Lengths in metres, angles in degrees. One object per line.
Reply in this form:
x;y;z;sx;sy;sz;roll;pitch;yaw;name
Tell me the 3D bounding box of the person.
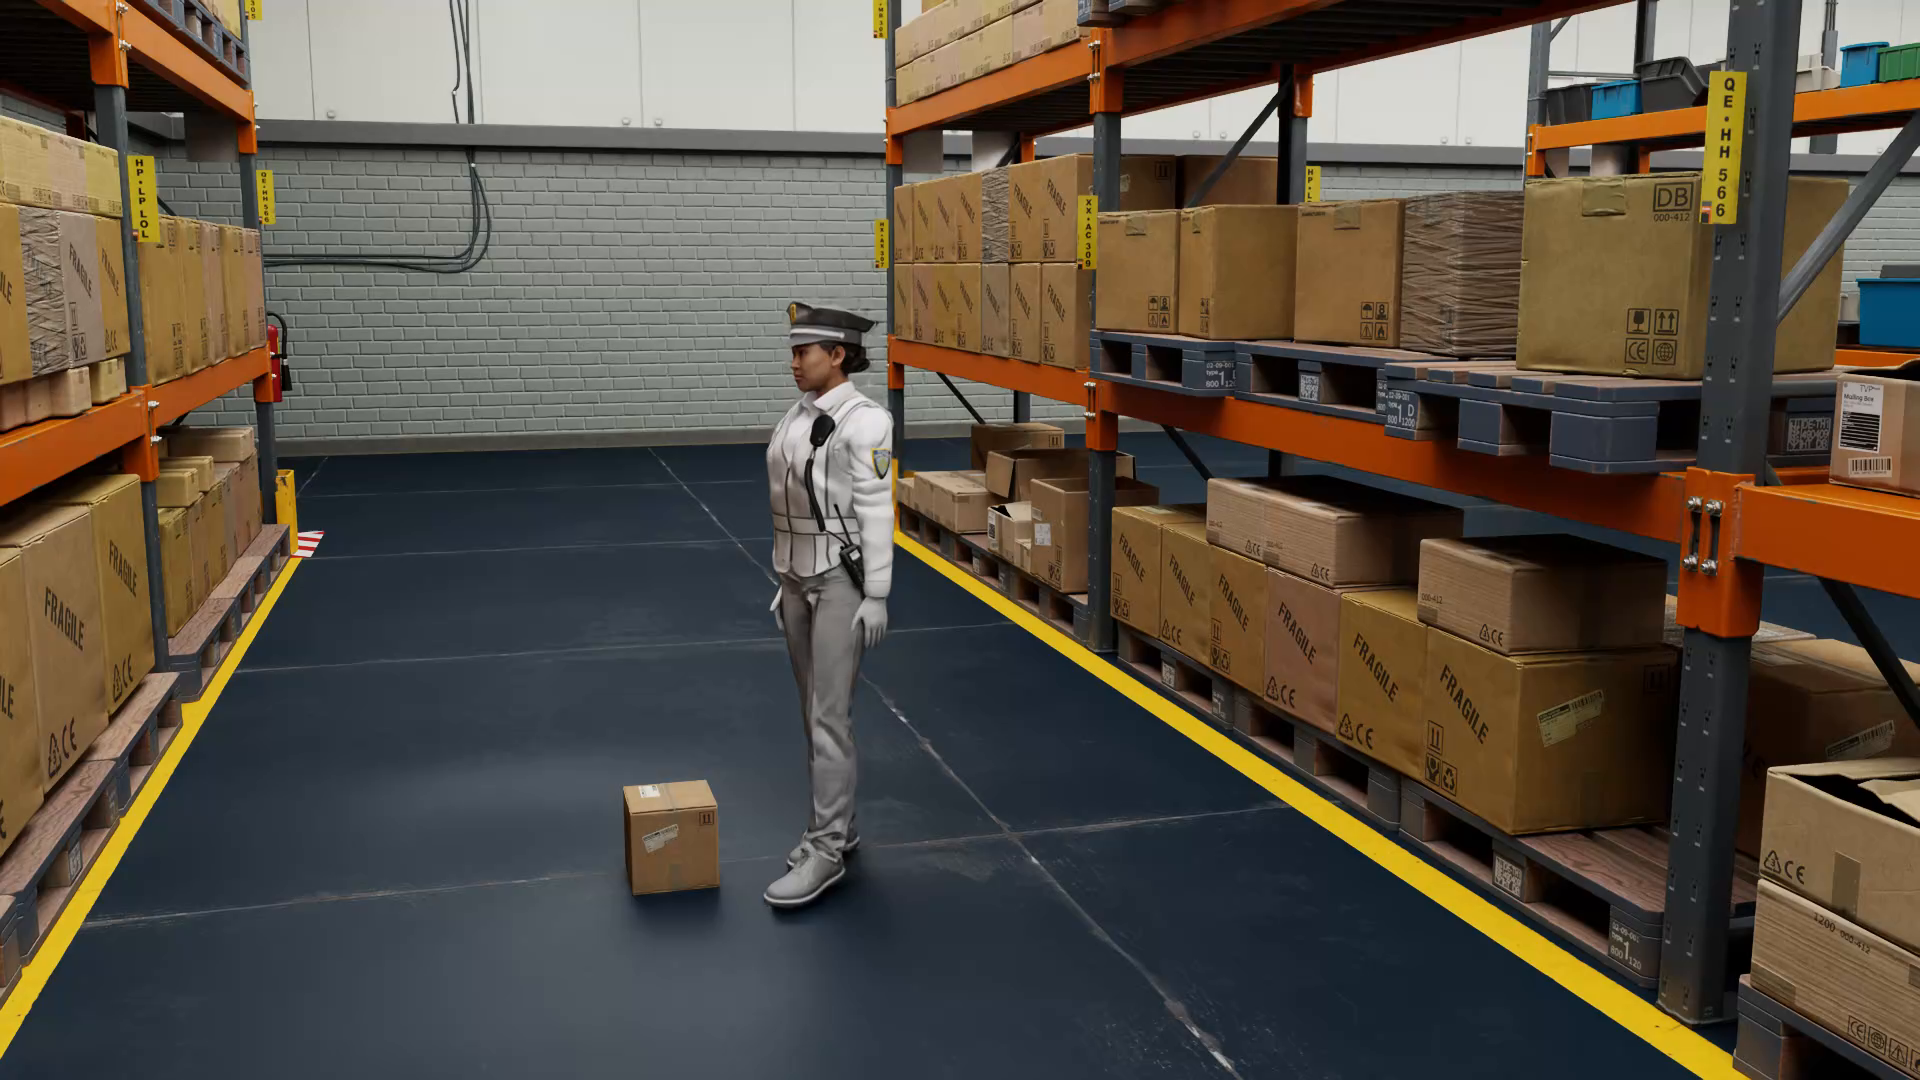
-0.463;0.157;4.839;0.528;1.686;0.530;-7;12;-38;person
